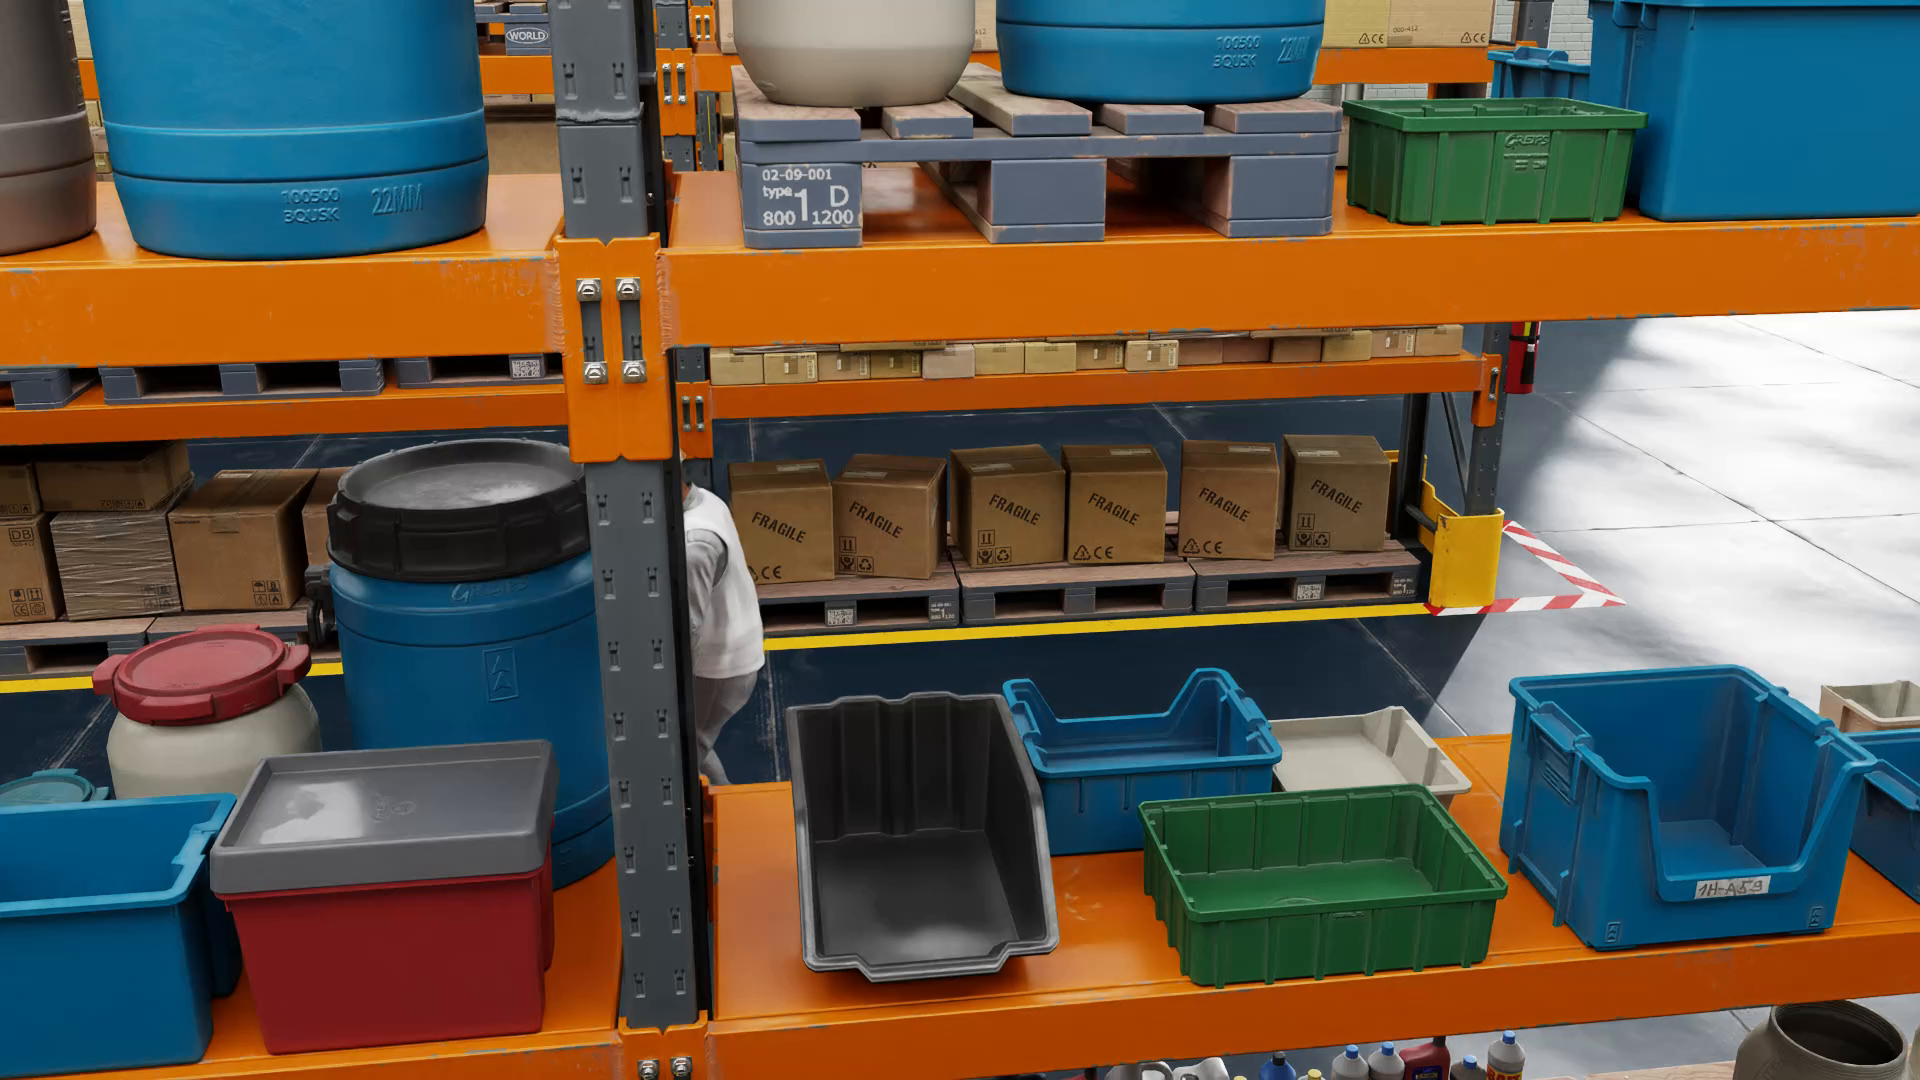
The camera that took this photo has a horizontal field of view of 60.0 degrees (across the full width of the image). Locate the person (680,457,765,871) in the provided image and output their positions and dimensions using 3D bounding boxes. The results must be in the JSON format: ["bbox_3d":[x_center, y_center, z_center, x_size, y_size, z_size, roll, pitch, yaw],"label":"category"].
[{"bbox_3d":[-0.960,0.433,5.966,0.516,1.695,0.567,-2,20,-6],"label":"person"}]
